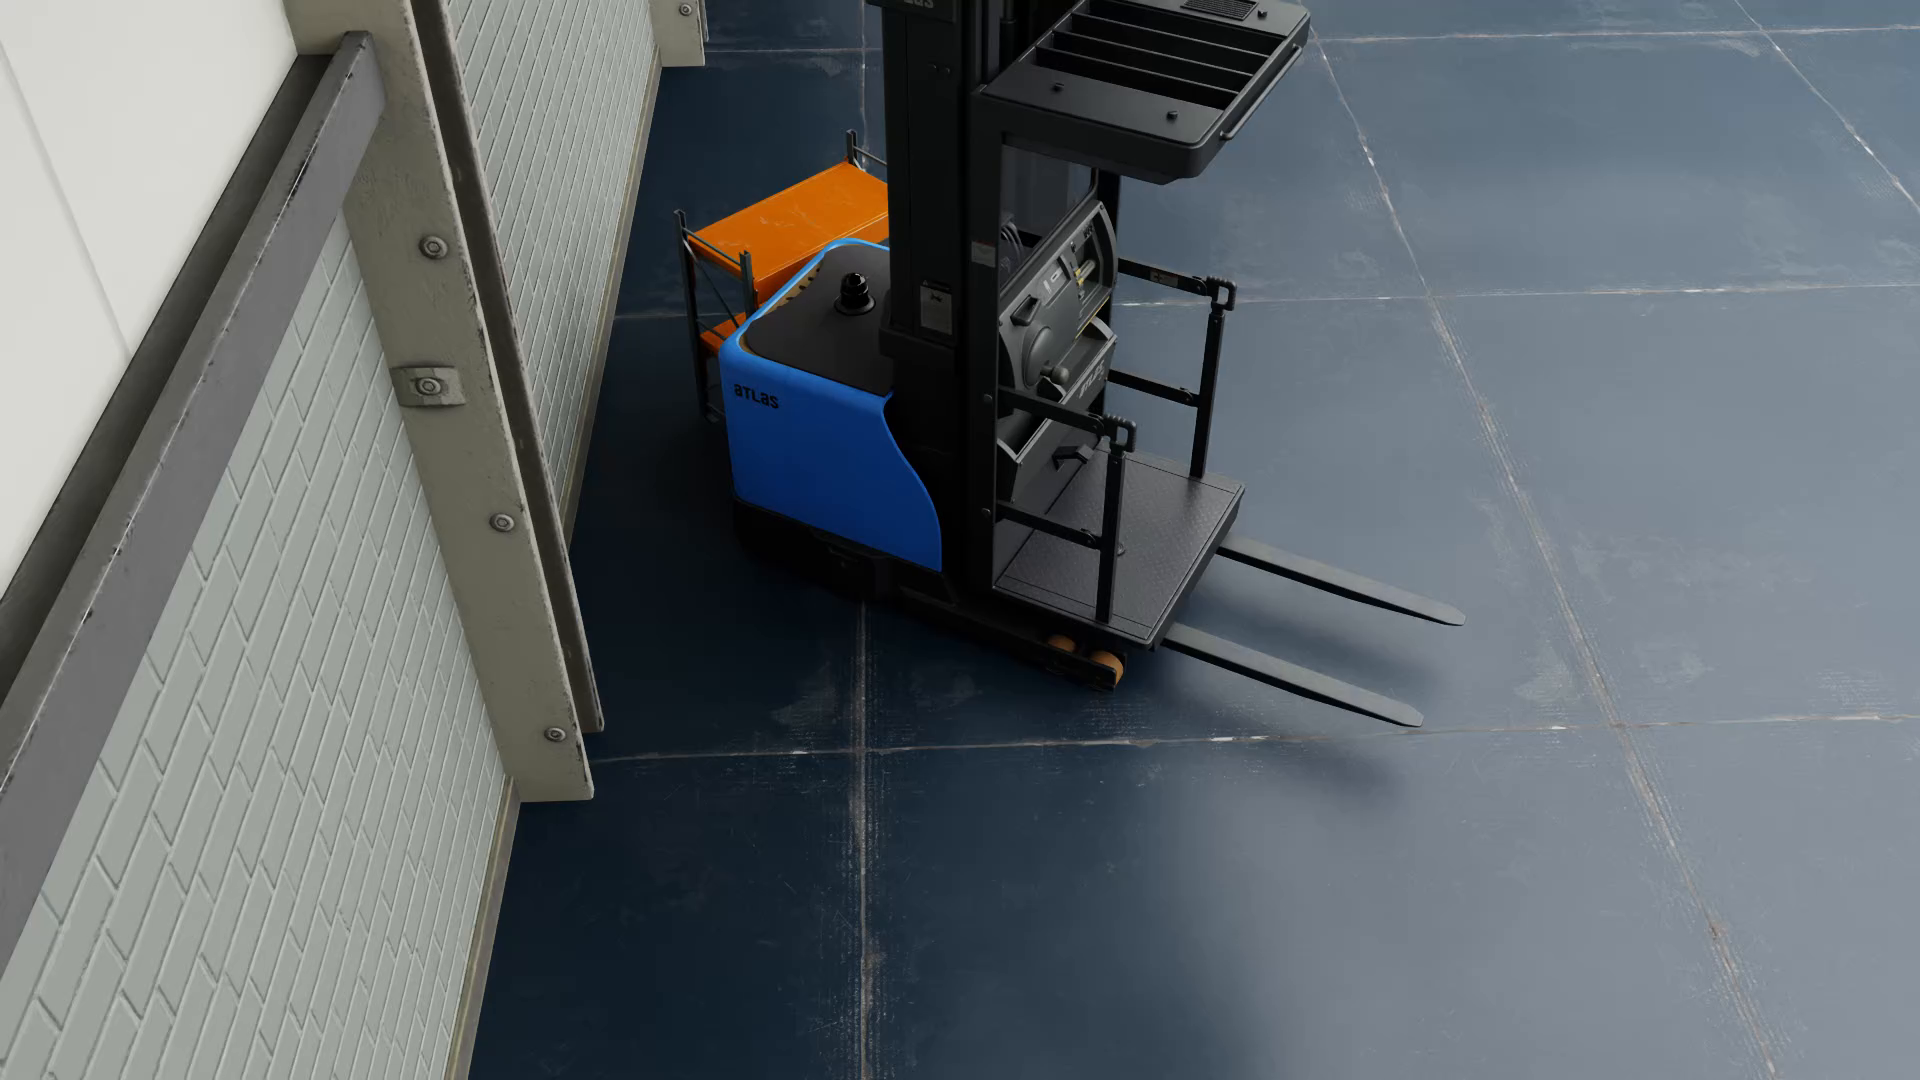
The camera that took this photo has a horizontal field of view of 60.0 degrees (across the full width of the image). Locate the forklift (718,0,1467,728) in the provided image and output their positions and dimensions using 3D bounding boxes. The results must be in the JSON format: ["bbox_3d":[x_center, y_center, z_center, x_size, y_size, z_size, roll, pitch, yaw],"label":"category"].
[{"bbox_3d":[0.558,-0.883,6.194,3.031,2.935,1.130,20,46,20],"label":"forklift"}]

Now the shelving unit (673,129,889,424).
[{"bbox_3d":[-0.713,-1.157,7.829,1.048,1.125,0.538,-34,52,-31],"label":"shelving unit"}]

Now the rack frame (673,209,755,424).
[{"bbox_3d":[-1.075,-0.915,7.566,0.032,1.125,0.500,-34,52,-31],"label":"rack frame"}]

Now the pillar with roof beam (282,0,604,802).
[{"bbox_3d":[2.741,-2.584,3.559,9.100,9.000,0.400,-2,43,-2],"label":"pillar with roof beam"}]

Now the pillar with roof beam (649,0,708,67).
[{"bbox_3d":[2.486,-6.634,7.978,9.100,9.000,0.400,-2,43,-2],"label":"pillar with roof beam"}]

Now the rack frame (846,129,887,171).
[{"bbox_3d":[-0.351,-1.398,8.093,0.032,1.125,0.500,-34,52,-31],"label":"rack frame"}]

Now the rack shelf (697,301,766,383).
[{"bbox_3d":[-0.713,-0.977,7.994,1.000,0.278,0.538,-34,52,-31],"label":"rack shelf"}]

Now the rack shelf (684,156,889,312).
[{"bbox_3d":[-0.713,-1.373,7.631,1.000,0.278,0.538,-34,52,-31],"label":"rack shelf"}]
